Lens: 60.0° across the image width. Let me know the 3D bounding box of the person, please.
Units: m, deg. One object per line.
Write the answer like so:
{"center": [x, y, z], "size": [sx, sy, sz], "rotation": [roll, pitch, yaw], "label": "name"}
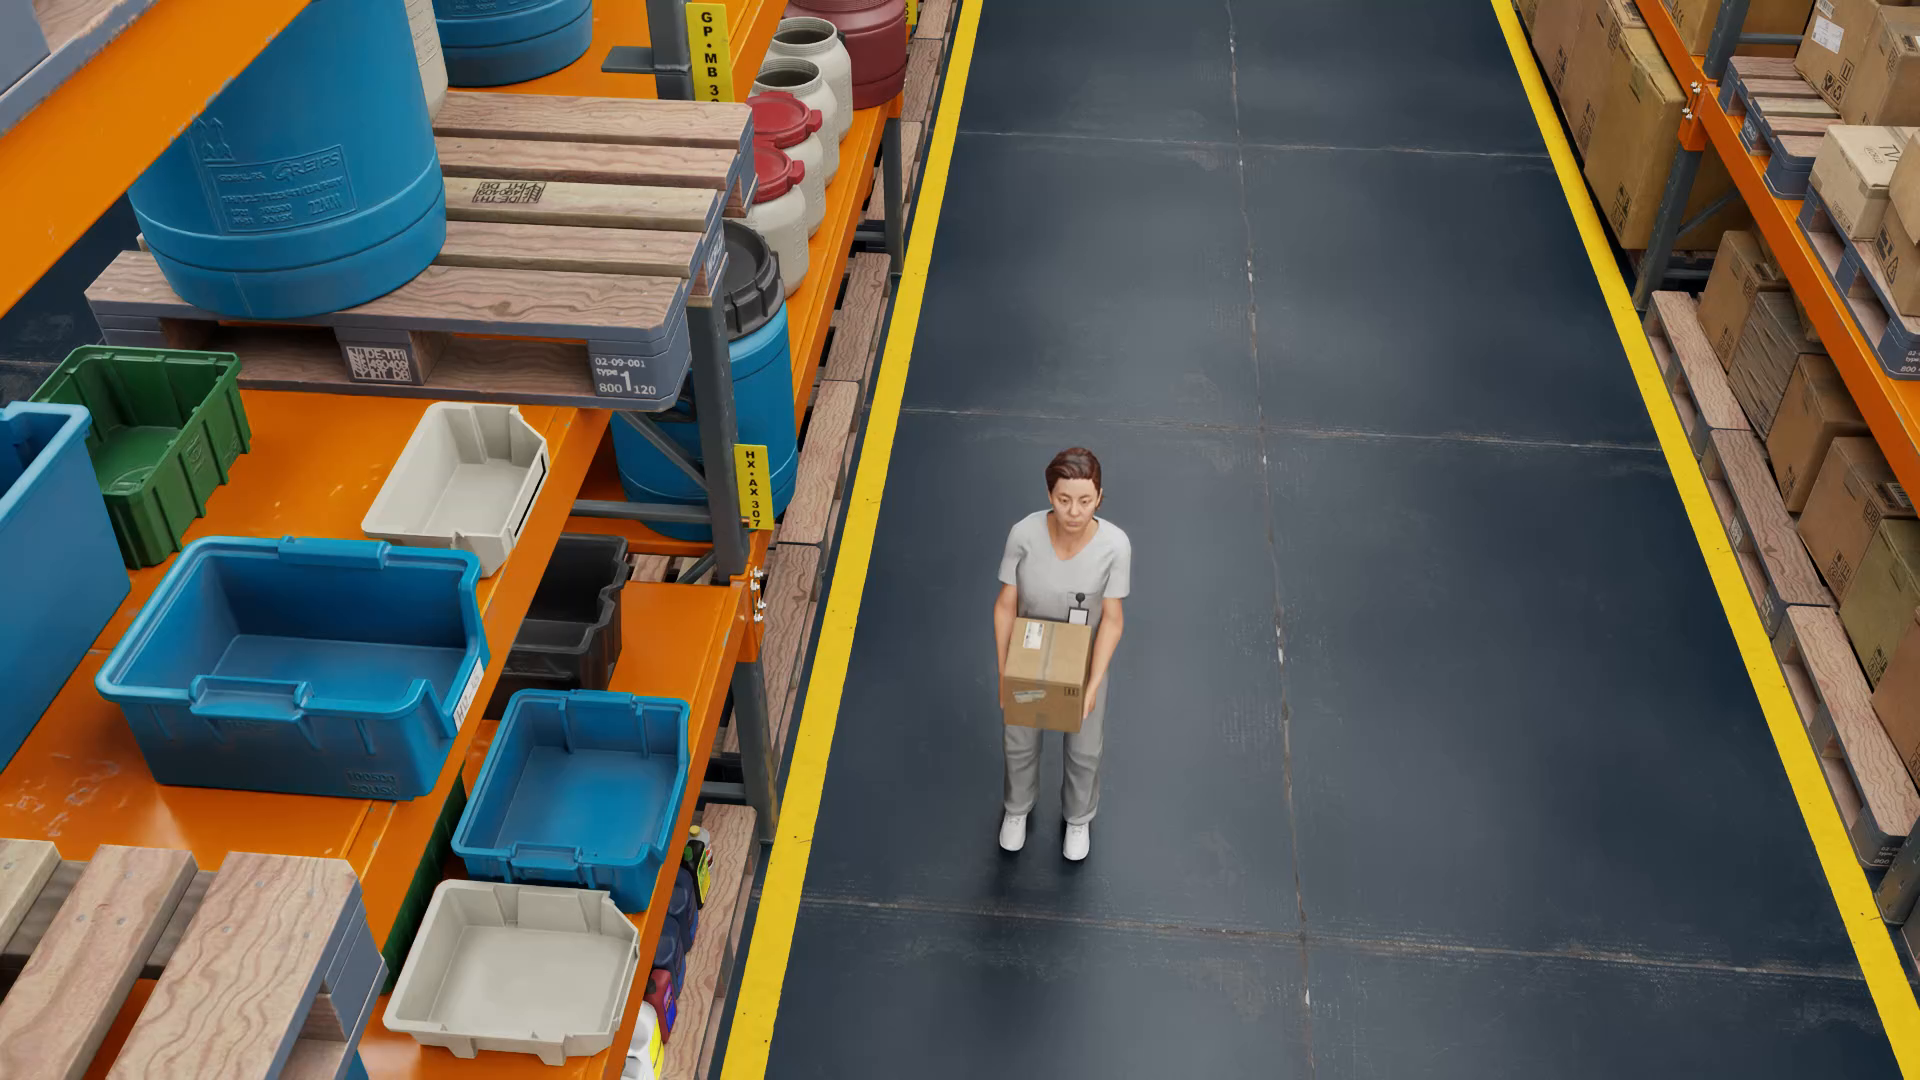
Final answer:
{"center": [0.327, 0.457, 5.632], "size": [0.438, 1.654, 0.559], "rotation": [7, 41, 8], "label": "person"}
